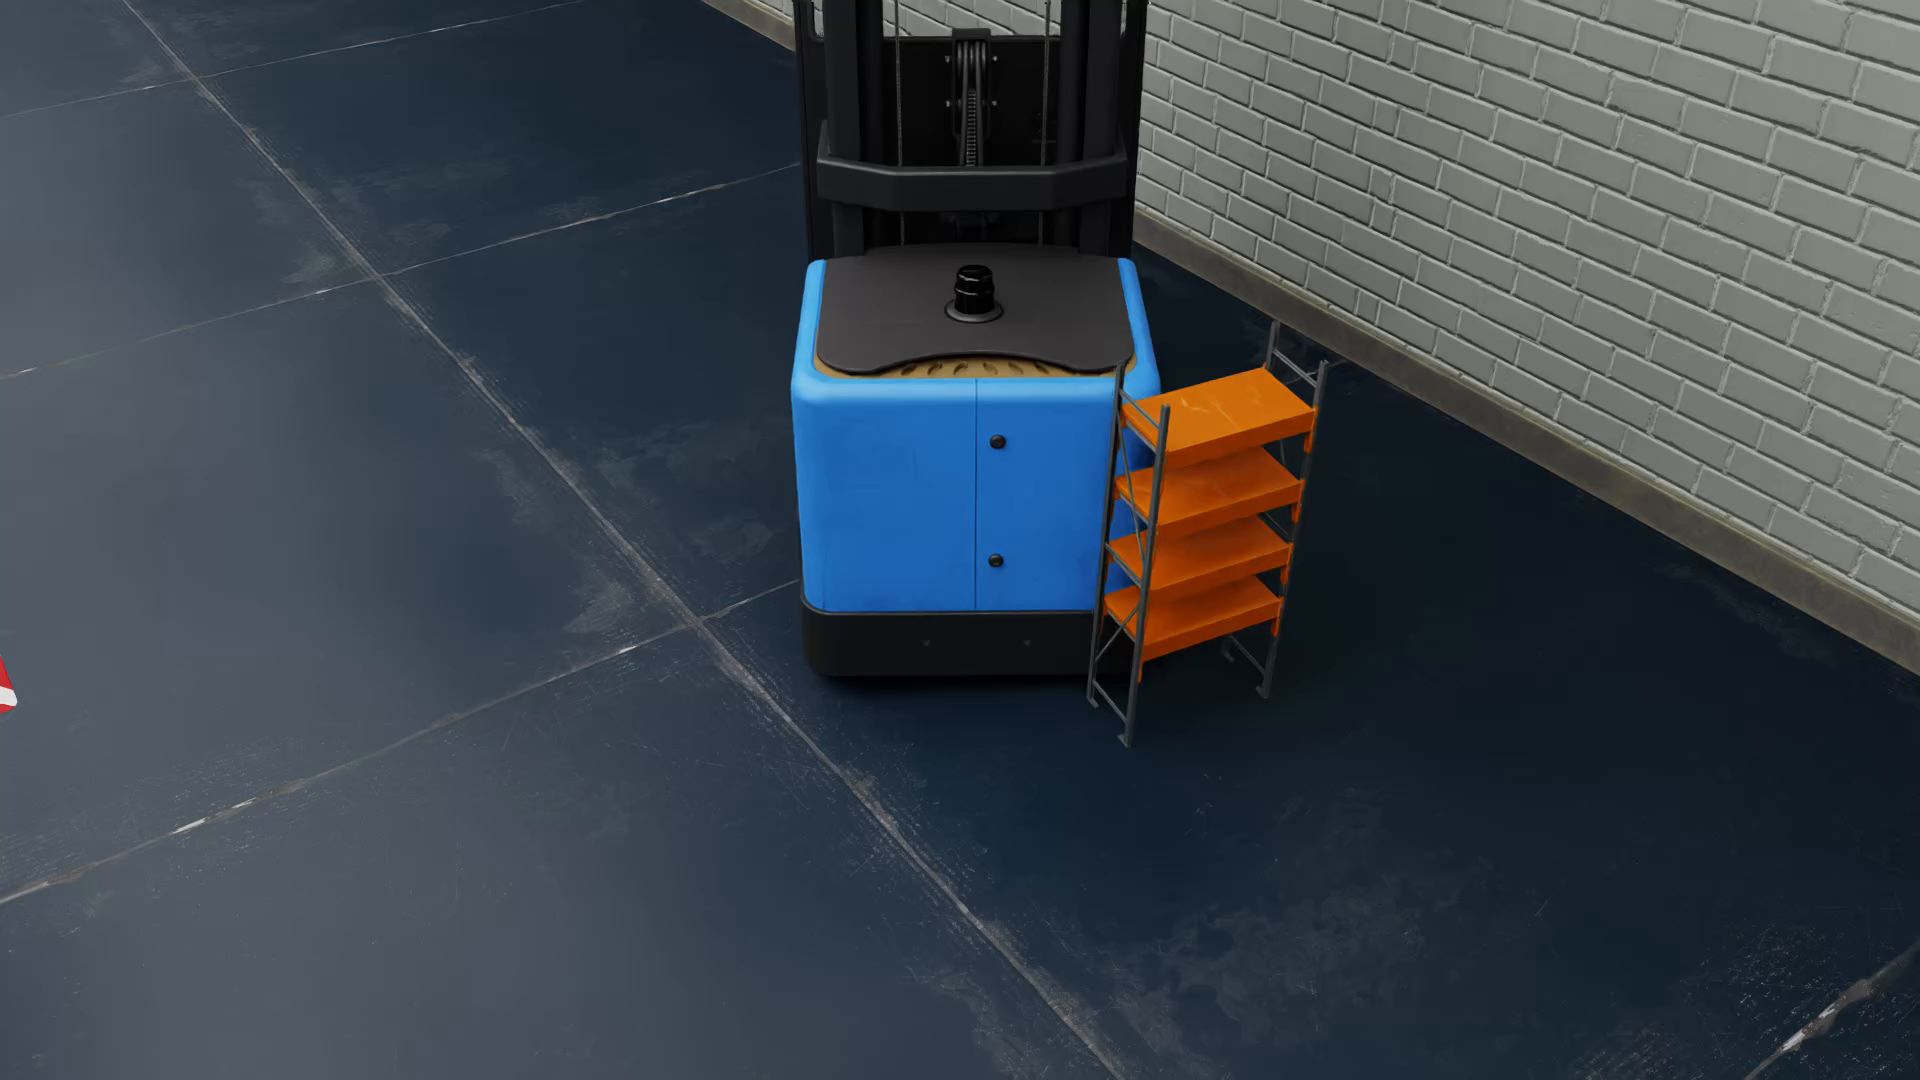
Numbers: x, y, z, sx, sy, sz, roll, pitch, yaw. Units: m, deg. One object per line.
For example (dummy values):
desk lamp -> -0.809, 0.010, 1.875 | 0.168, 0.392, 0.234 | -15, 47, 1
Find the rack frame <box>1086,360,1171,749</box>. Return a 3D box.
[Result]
rack frame -> 0.456, 0.073, 4.611 | 0.015, 1.200, 0.240 | -16, 41, -21

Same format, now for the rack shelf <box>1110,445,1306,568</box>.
rack shelf -> 0.677, -0.114, 4.604 | 0.480, 0.148, 0.258 | -16, 41, -21

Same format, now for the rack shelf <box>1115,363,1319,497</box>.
rack shelf -> 0.682, -0.300, 4.458 | 0.480, 0.148, 0.258 | -16, 41, -21

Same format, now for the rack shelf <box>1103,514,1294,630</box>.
rack shelf -> 0.673, 0.062, 4.741 | 0.480, 0.148, 0.258 | -16, 41, -21

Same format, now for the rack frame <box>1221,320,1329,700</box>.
rack frame -> 0.893, -0.055, 4.788 | 0.015, 1.200, 0.240 | -16, 41, -21

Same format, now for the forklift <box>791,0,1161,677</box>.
forklift -> 0.028, -1.603, 5.469 | 1.130, 2.935, 3.031 | 0, 36, -1

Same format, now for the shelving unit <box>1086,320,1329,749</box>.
shelving unit -> 0.674, 0.009, 4.700 | 0.503, 1.200, 0.258 | -16, 41, -21

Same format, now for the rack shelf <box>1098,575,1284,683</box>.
rack shelf -> 0.669, 0.219, 4.864 | 0.480, 0.148, 0.258 | -16, 41, -21
